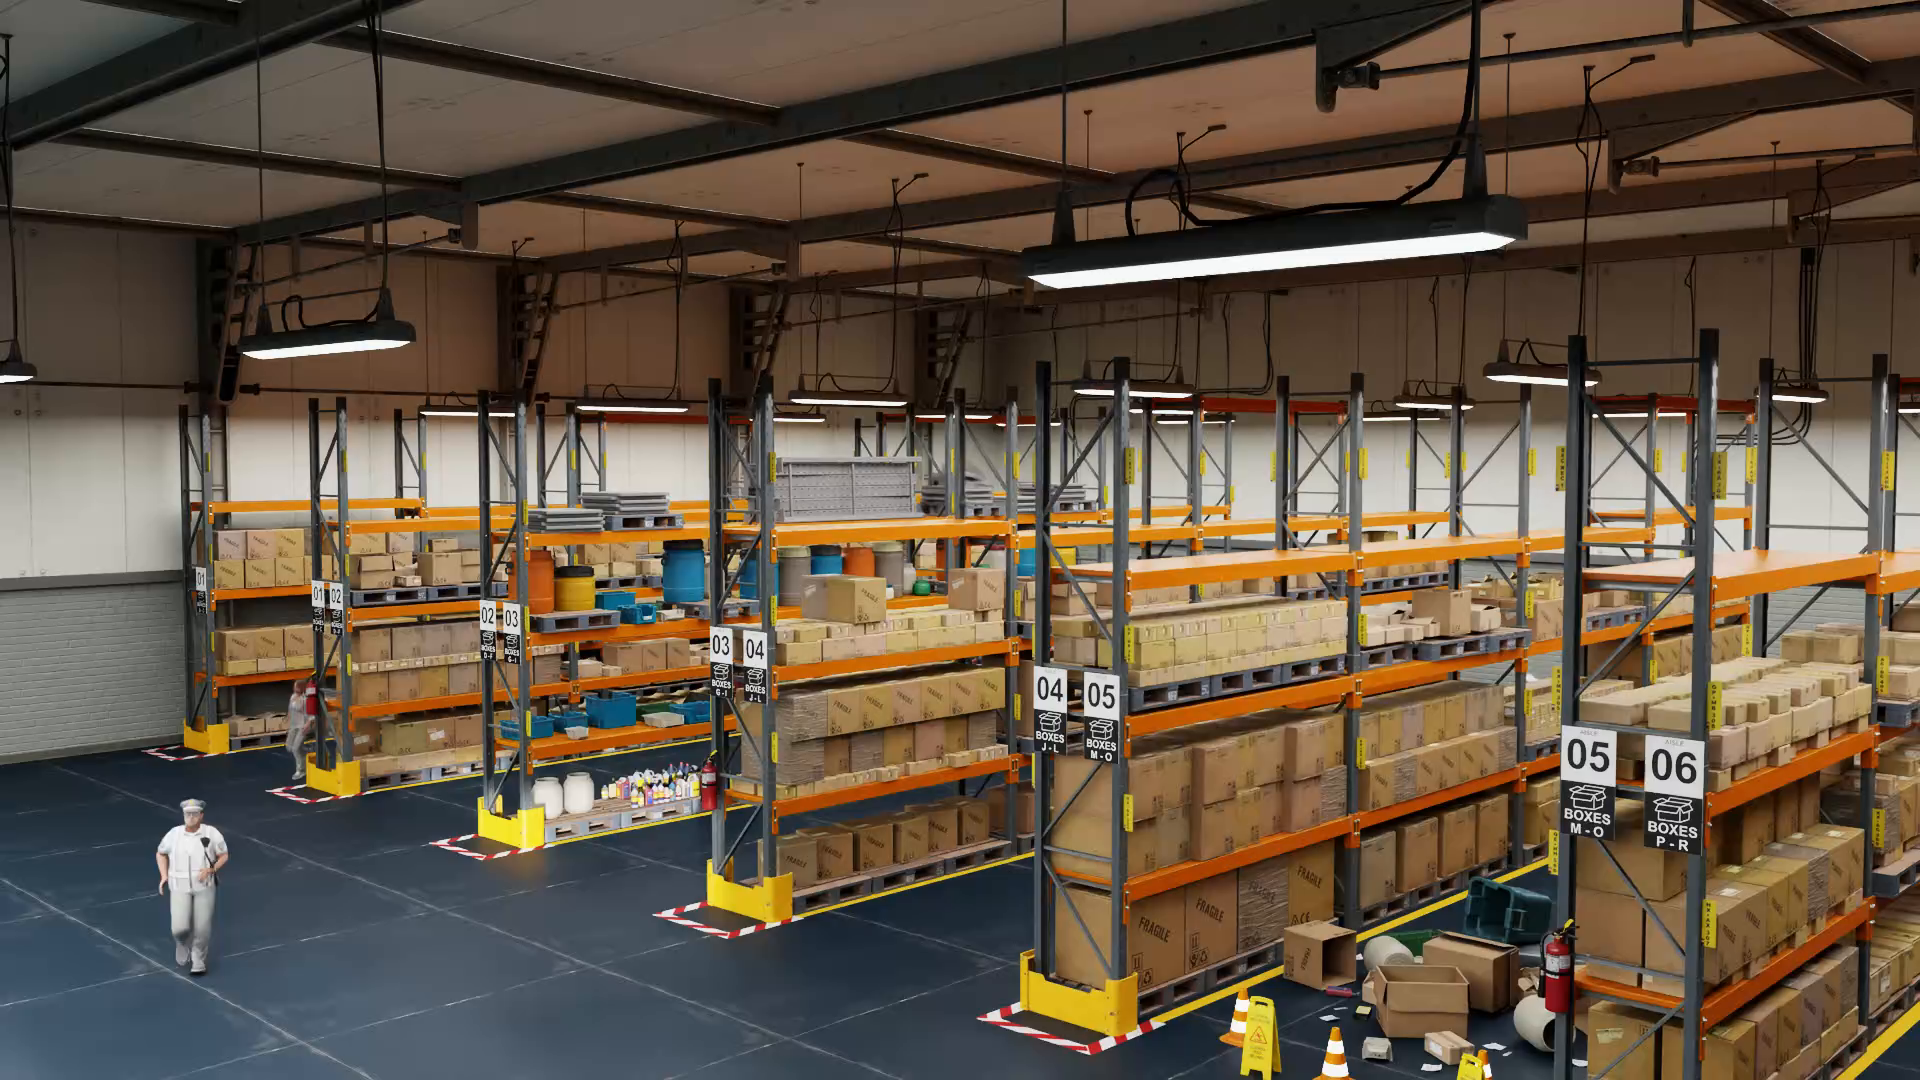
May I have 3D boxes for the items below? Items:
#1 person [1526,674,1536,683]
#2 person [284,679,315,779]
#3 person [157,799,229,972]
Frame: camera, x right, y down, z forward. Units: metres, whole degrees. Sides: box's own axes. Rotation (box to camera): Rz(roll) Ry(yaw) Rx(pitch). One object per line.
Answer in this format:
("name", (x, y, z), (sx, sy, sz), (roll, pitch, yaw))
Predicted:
("person", (8.773, 2.947, 25.692), (0.604, 1.742, 0.650), (-3, 4, -44))
("person", (-10.490, 3.000, 26.532), (0.573, 1.573, 0.509), (2, 3, 30))
("person", (-7.584, 3.424, 16.428), (0.664, 1.734, 0.590), (-1, 3, -21))
